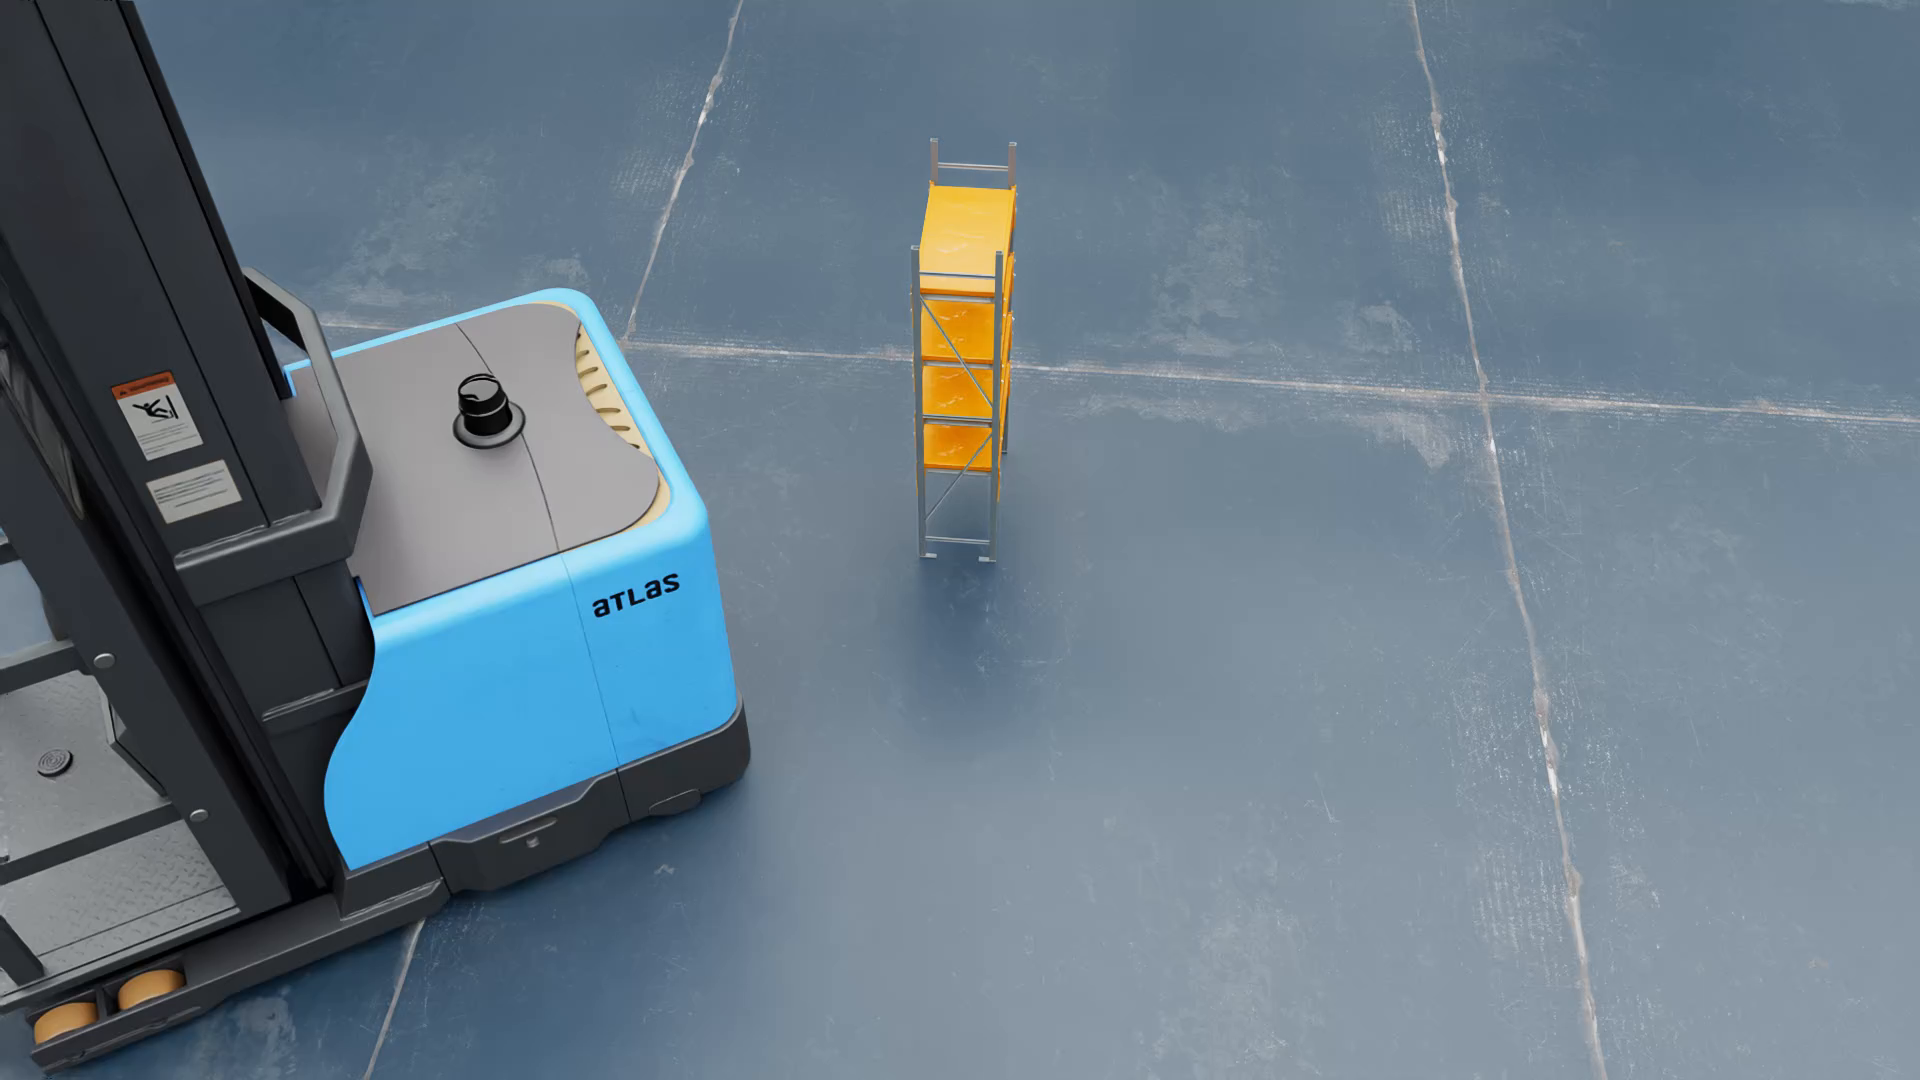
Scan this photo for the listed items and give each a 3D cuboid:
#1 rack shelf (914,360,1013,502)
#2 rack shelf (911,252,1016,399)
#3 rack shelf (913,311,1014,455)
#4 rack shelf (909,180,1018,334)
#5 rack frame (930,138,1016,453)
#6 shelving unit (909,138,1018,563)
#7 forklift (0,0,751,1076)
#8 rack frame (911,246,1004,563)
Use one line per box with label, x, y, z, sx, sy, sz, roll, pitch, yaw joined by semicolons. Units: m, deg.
rack shelf;0.015;-0.347;5.115;0.258;0.148;0.480;4;48;4
rack shelf;0.015;-0.632;4.803;0.258;0.148;0.480;4;48;4
rack shelf;0.015;-0.481;4.968;0.258;0.148;0.480;4;48;4
rack shelf;0.015;-0.792;4.629;0.258;0.148;0.480;4;48;4
rack frame;0.037;-0.706;5.082;0.240;1.200;0.015;4;48;4
shelving unit;0.015;-0.527;4.919;0.258;1.200;0.503;4;48;4
forklift;-2.132;-0.154;3.404;3.031;2.935;1.130;-20;51;-18
rack frame;-0.007;-0.347;4.755;0.240;1.200;0.015;4;48;4
